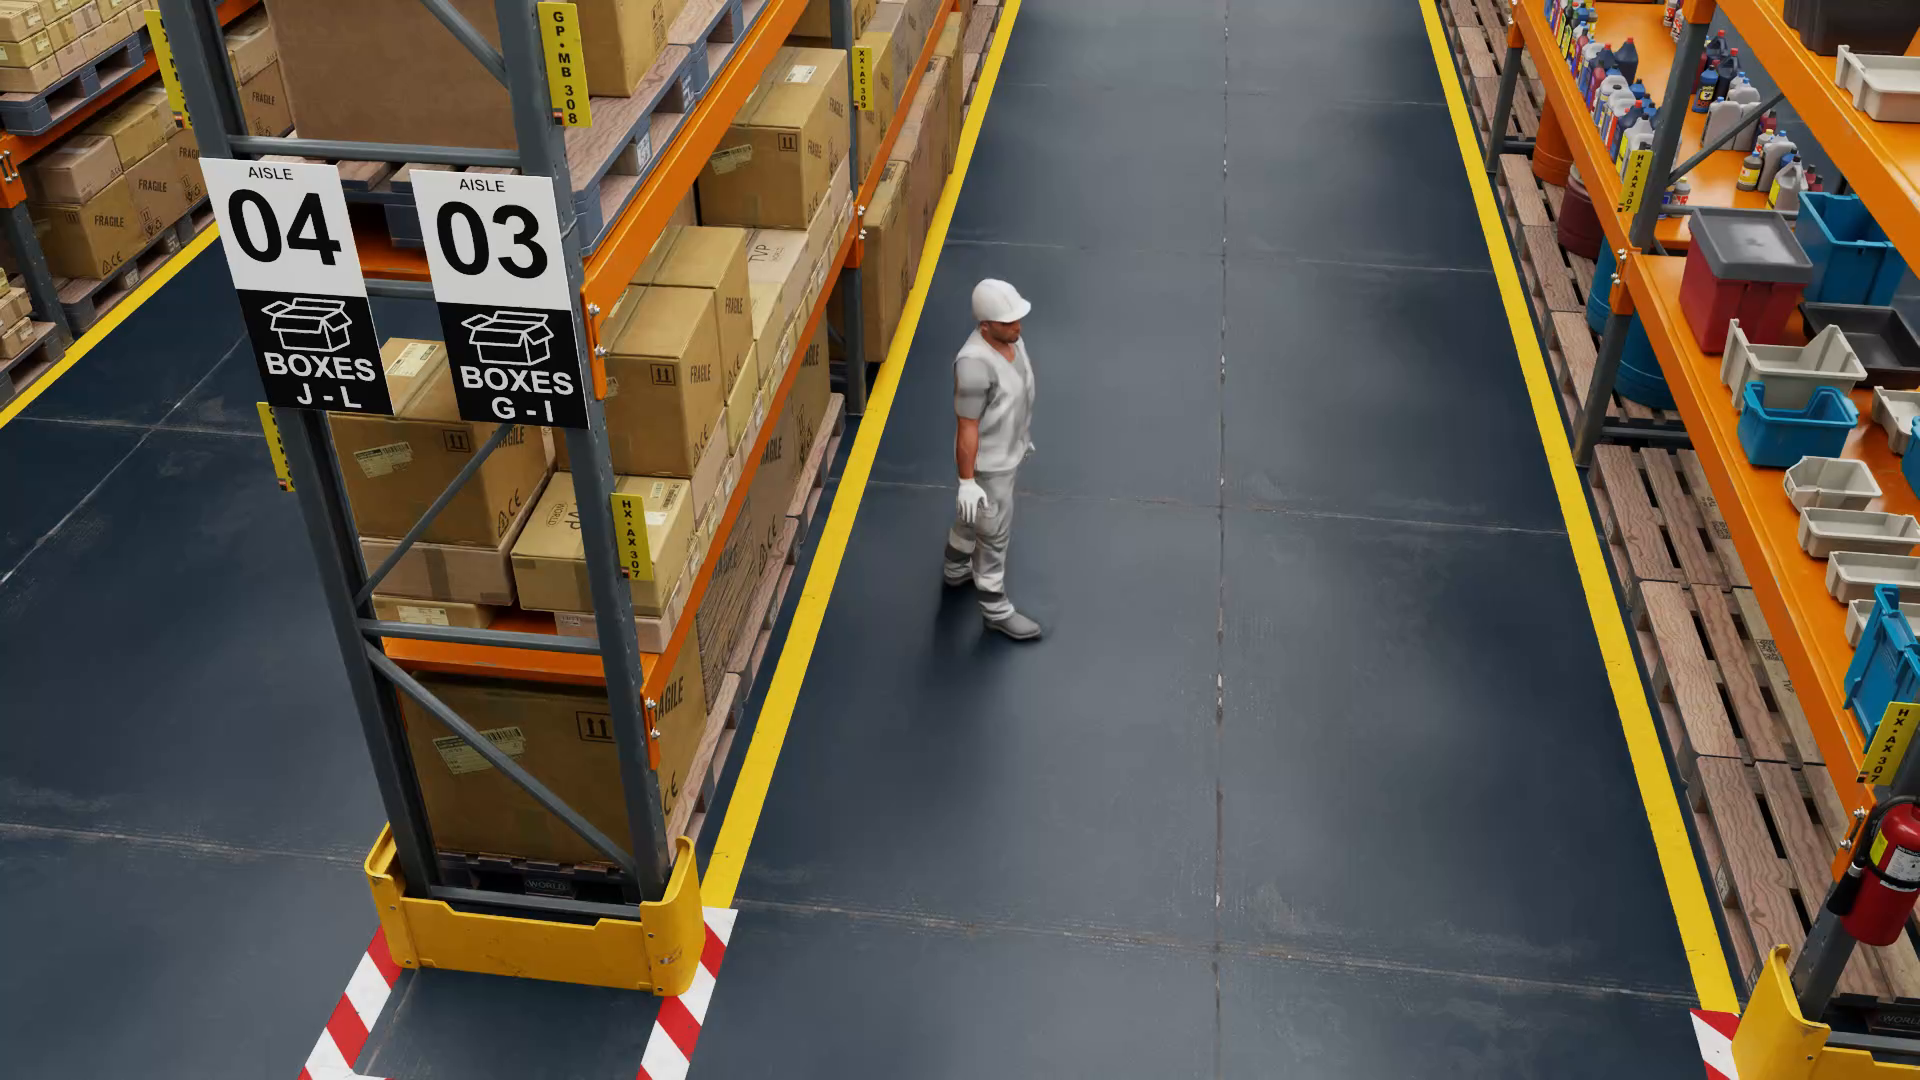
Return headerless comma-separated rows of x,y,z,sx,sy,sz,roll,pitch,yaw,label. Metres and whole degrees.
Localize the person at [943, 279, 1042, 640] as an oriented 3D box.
0.149,-0.374,7.533,0.577,1.791,0.721,11,37,14,person
